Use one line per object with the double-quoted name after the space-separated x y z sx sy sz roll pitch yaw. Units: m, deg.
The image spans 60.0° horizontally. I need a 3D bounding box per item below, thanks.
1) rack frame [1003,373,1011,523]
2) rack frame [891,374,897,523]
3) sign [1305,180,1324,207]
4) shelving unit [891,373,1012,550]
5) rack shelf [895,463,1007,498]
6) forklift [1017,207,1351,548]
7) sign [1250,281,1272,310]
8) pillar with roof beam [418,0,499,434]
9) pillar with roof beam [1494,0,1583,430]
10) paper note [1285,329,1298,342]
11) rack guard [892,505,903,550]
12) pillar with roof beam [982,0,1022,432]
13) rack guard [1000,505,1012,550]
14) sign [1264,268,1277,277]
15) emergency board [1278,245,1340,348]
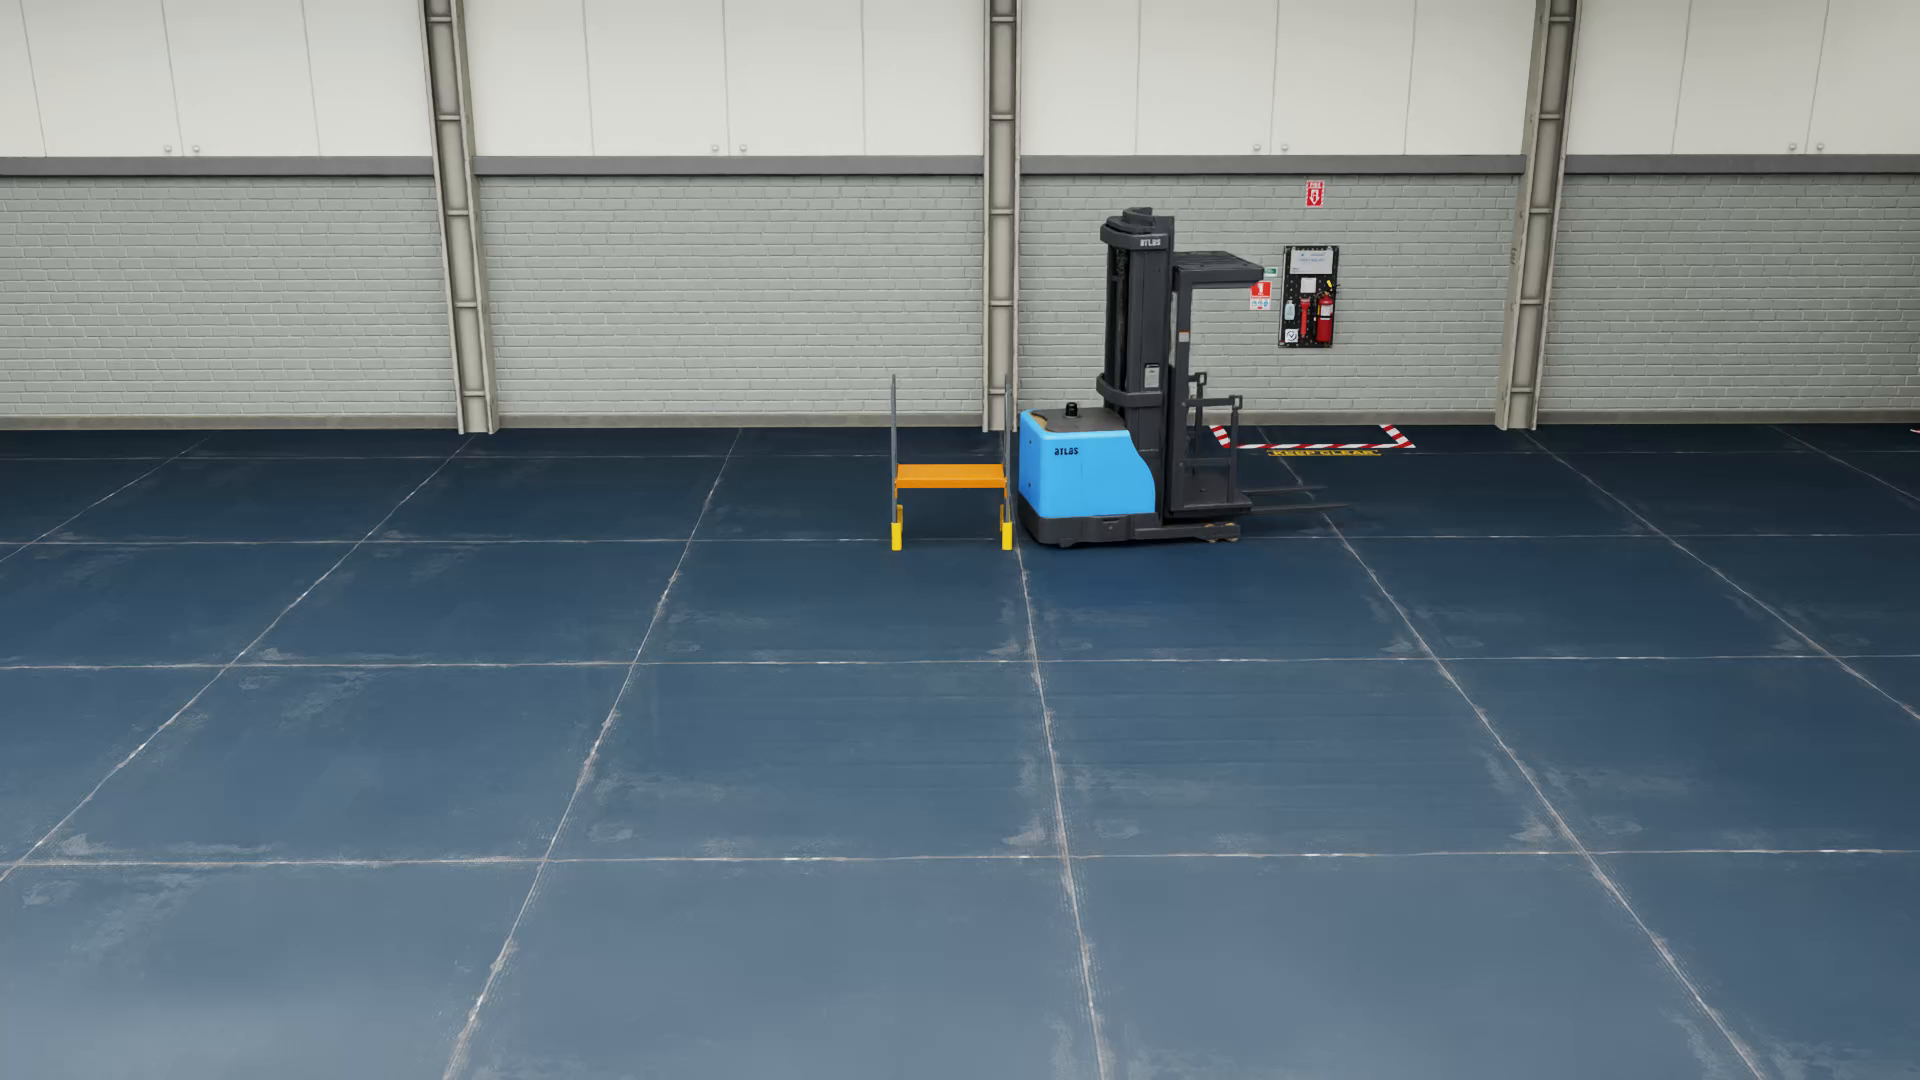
0.423 -0.716 15.027 0.032 1.500 0.500 0 18 -1 "rack frame"
-0.594 -0.711 15.012 0.032 1.500 0.500 0 18 -1 "rack frame"
3.977 -3.880 18.639 0.199 0.298 0.001 0 18 -1 "sign"
-0.076 -0.714 15.020 1.083 1.500 0.587 0 18 -1 "shelving unit"
-0.085 -0.542 15.075 1.000 0.185 0.538 0 18 -1 "rack shelf"
2.112 -1.527 15.213 3.031 2.935 1.130 -3 18 -10 "forklift"
3.432 -2.791 18.982 0.234 0.329 0.001 0 18 -1 "sign"
-5.473 -4.230 13.703 0.400 9.000 9.100 0 18 -1 "pillar with roof beam"
6.526 -4.288 13.884 0.400 9.000 9.100 0 18 -1 "pillar with roof beam"
3.808 -2.346 19.096 0.142 0.148 0.016 0 18 -1 "paper note"
-0.574 -0.116 15.203 0.087 0.250 0.587 0 18 -1 "rack guard"
0.527 -4.259 13.793 0.400 9.000 9.100 0 18 -1 "pillar with roof beam"
0.422 -0.121 15.218 0.087 0.250 0.587 0 18 -1 "rack guard"
3.437 -3.041 18.893 0.331 0.109 0.001 0 18 -1 "sign"
3.986 -2.746 18.898 0.643 1.169 0.194 0 18 -1 "emergency board"
